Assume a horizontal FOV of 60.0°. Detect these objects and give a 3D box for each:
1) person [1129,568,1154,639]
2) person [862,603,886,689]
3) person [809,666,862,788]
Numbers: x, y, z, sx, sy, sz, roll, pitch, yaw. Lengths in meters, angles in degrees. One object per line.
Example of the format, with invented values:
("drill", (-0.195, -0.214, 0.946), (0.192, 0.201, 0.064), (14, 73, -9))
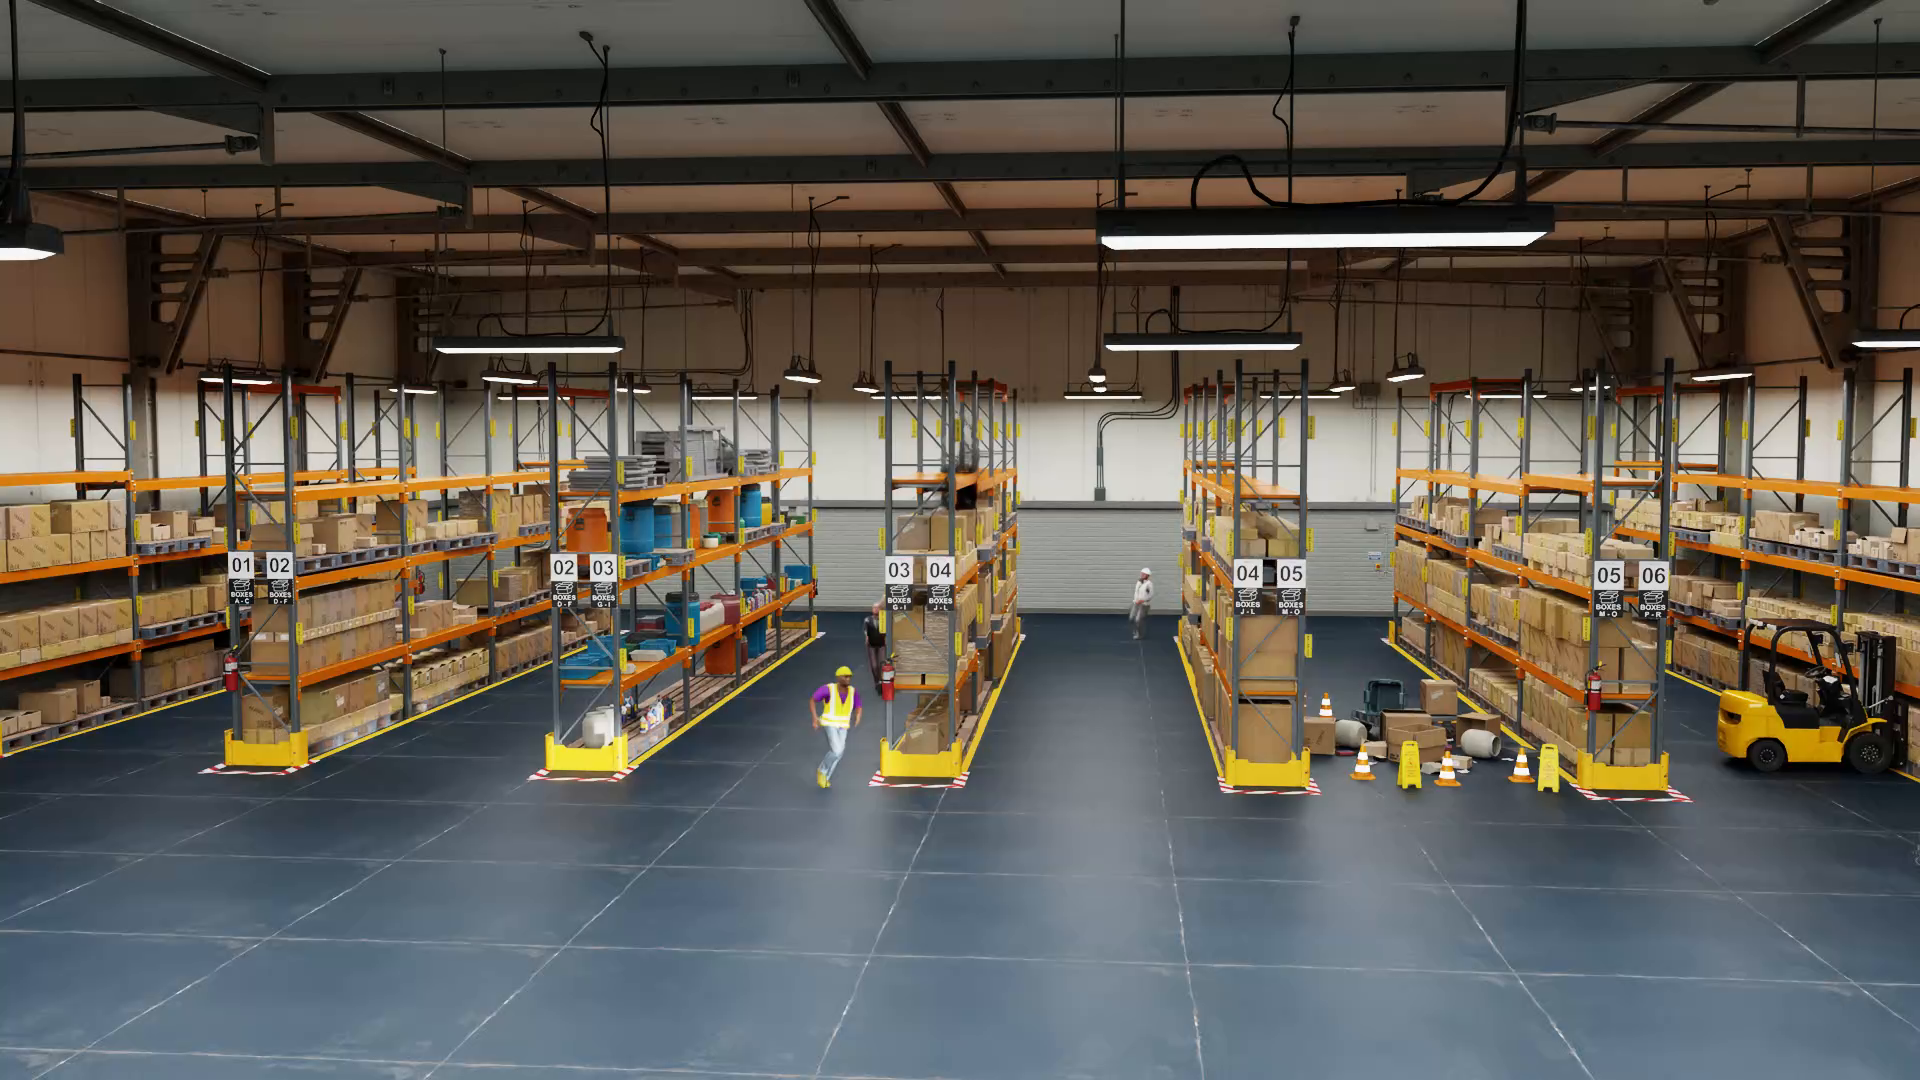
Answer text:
("person", (4.347, 1.524, 39.825), (0.528, 1.718, 0.693), (-4, 5, -44))
("person", (-1.585, 2.052, 31.969), (0.635, 1.676, 0.564), (0, 4, 5))
("person", (-1.684, 2.620, 23.338), (0.704, 1.699, 0.656), (-3, 5, -34))
